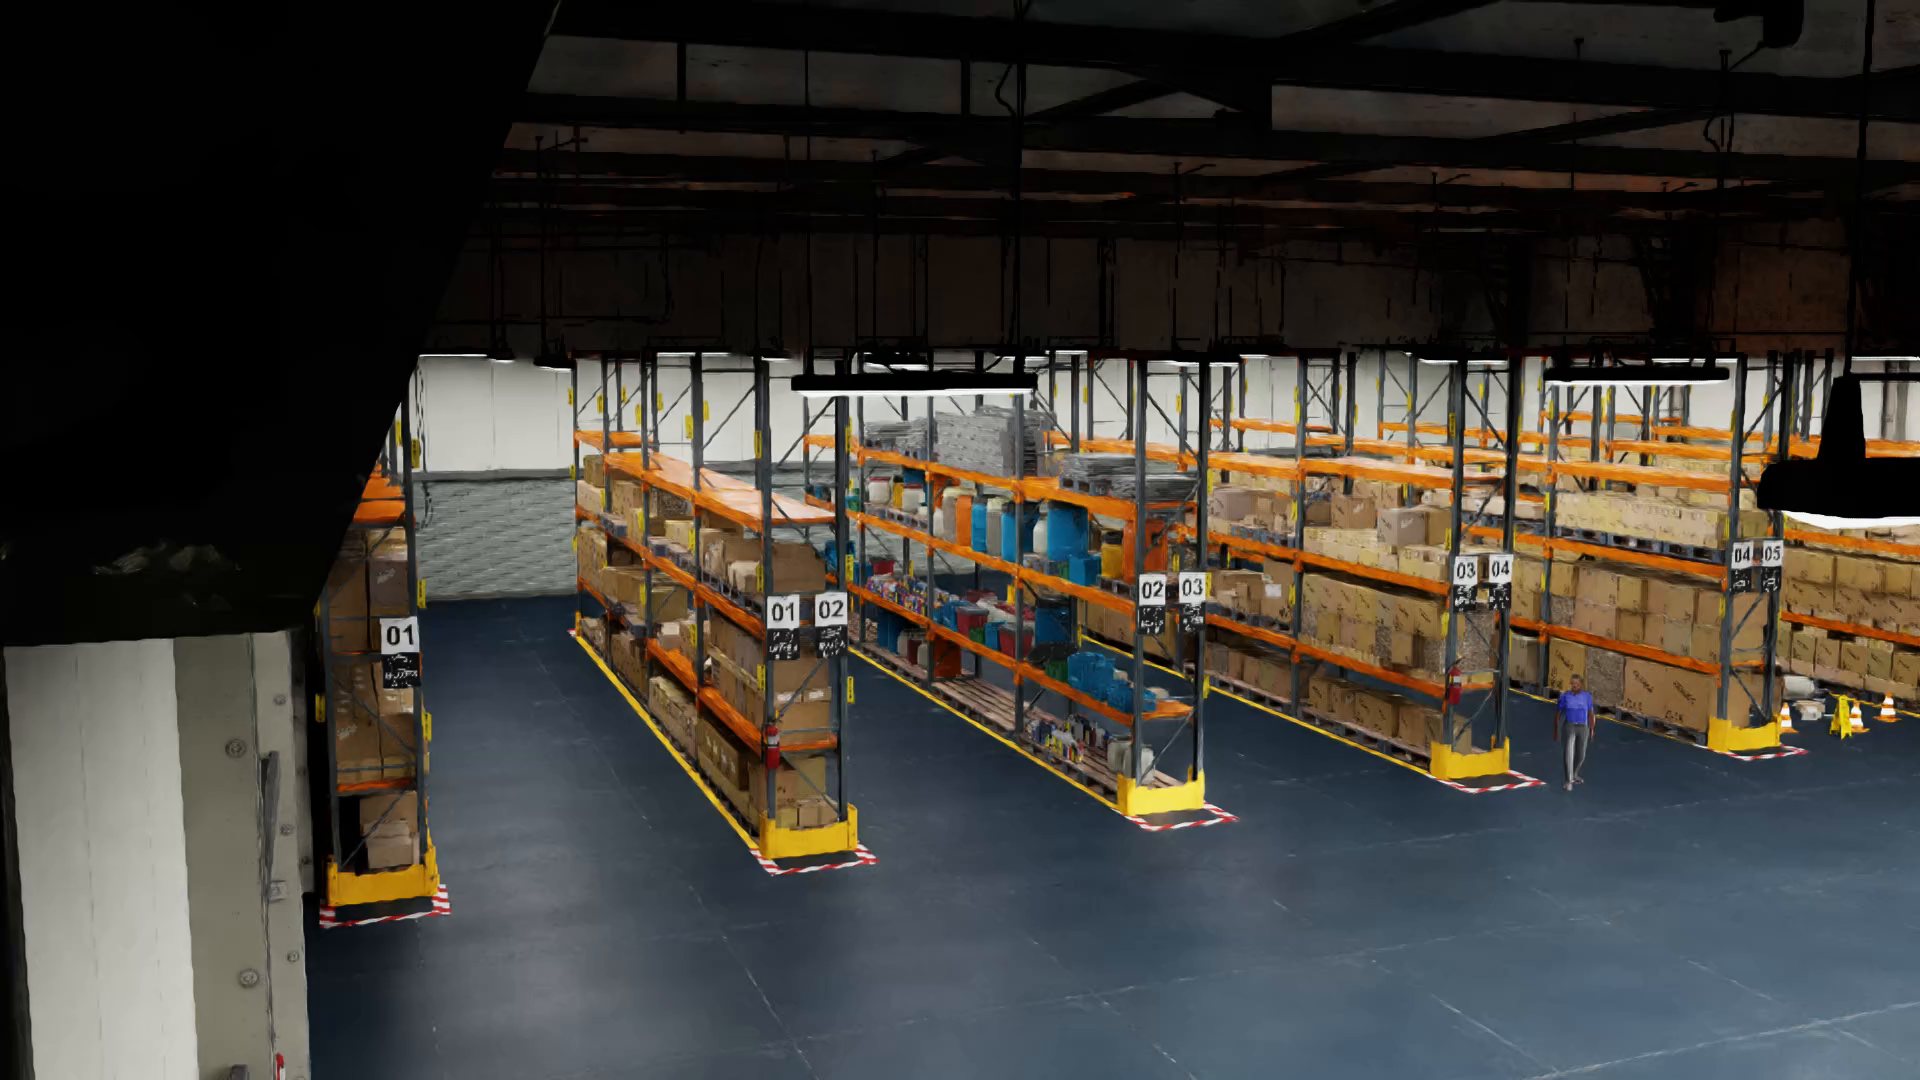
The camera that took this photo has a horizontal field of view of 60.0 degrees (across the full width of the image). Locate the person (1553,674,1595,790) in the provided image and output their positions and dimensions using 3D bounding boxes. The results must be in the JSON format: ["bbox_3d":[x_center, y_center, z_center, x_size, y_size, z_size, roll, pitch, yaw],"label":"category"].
[{"bbox_3d":[8.591,2.644,23.304,0.556,1.637,0.578,1,7,8],"label":"person"}]
